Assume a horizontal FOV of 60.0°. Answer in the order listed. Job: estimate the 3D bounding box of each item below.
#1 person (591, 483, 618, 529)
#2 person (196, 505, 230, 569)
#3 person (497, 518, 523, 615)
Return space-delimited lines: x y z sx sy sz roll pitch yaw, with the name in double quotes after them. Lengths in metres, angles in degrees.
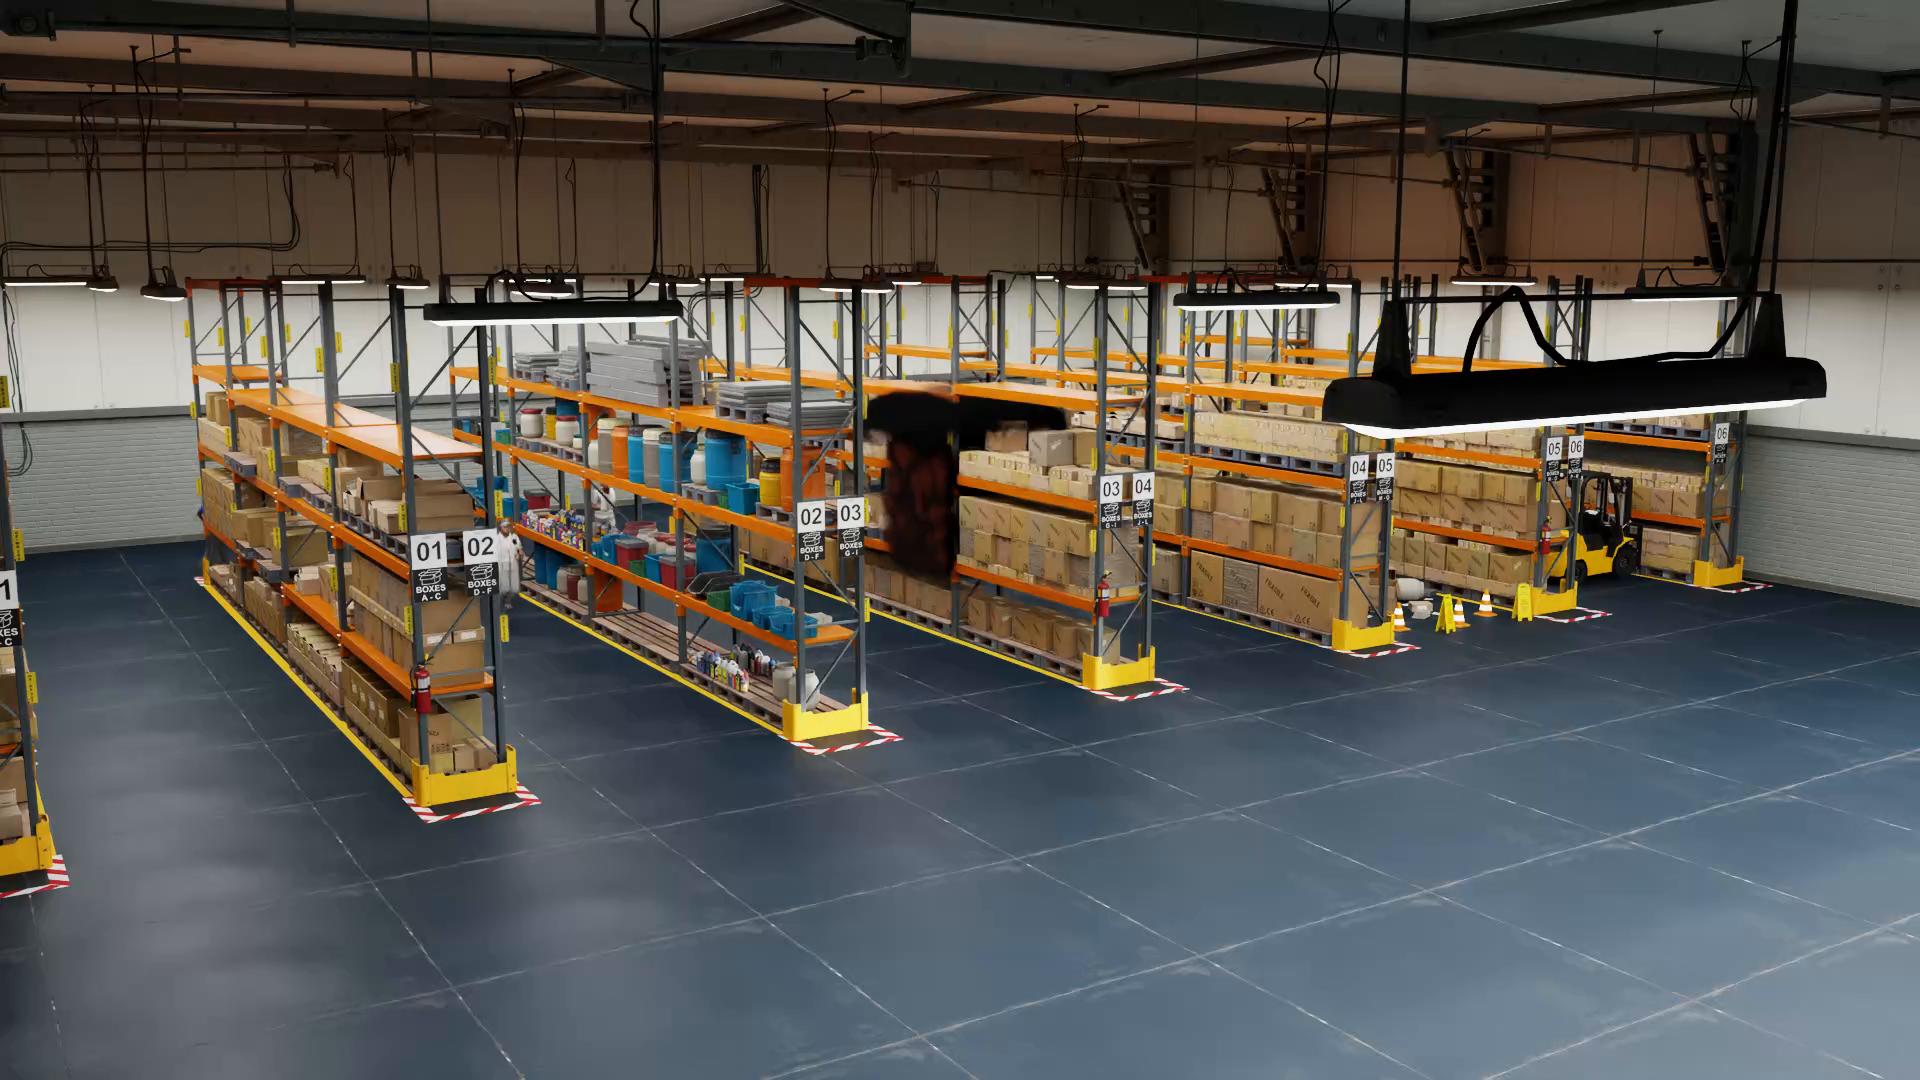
-7.607 -0.496 35.470 0.667 1.746 1.079 -9 13 -44 "person"
-15.238 -0.154 34.031 0.587 1.669 0.870 8 12 40 "person"
-7.871 0.513 28.873 0.659 1.801 0.654 -7 12 -36 "person"
